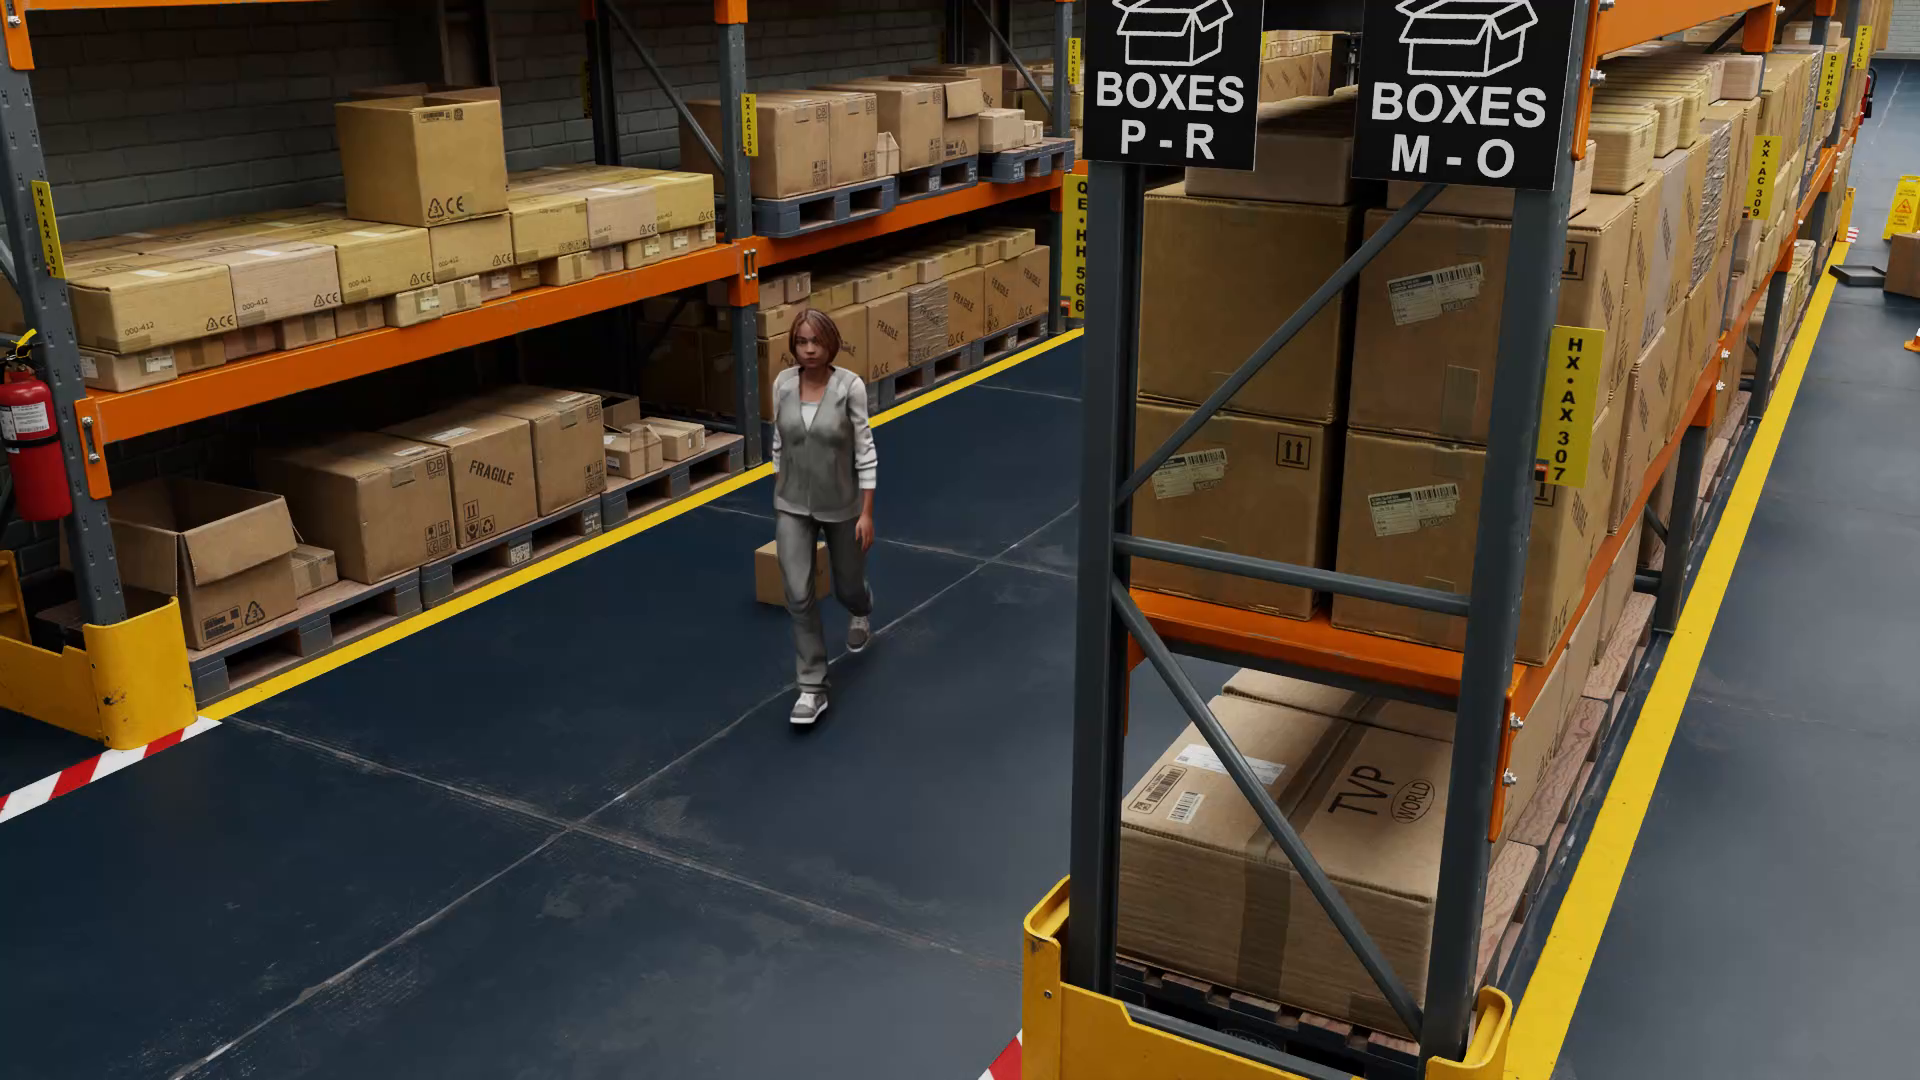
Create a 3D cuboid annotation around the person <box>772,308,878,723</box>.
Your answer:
[{"bbox_3d":[-0.512,-0.141,6.458,0.428,1.559,0.833,3,20,8],"label":"person"}]
